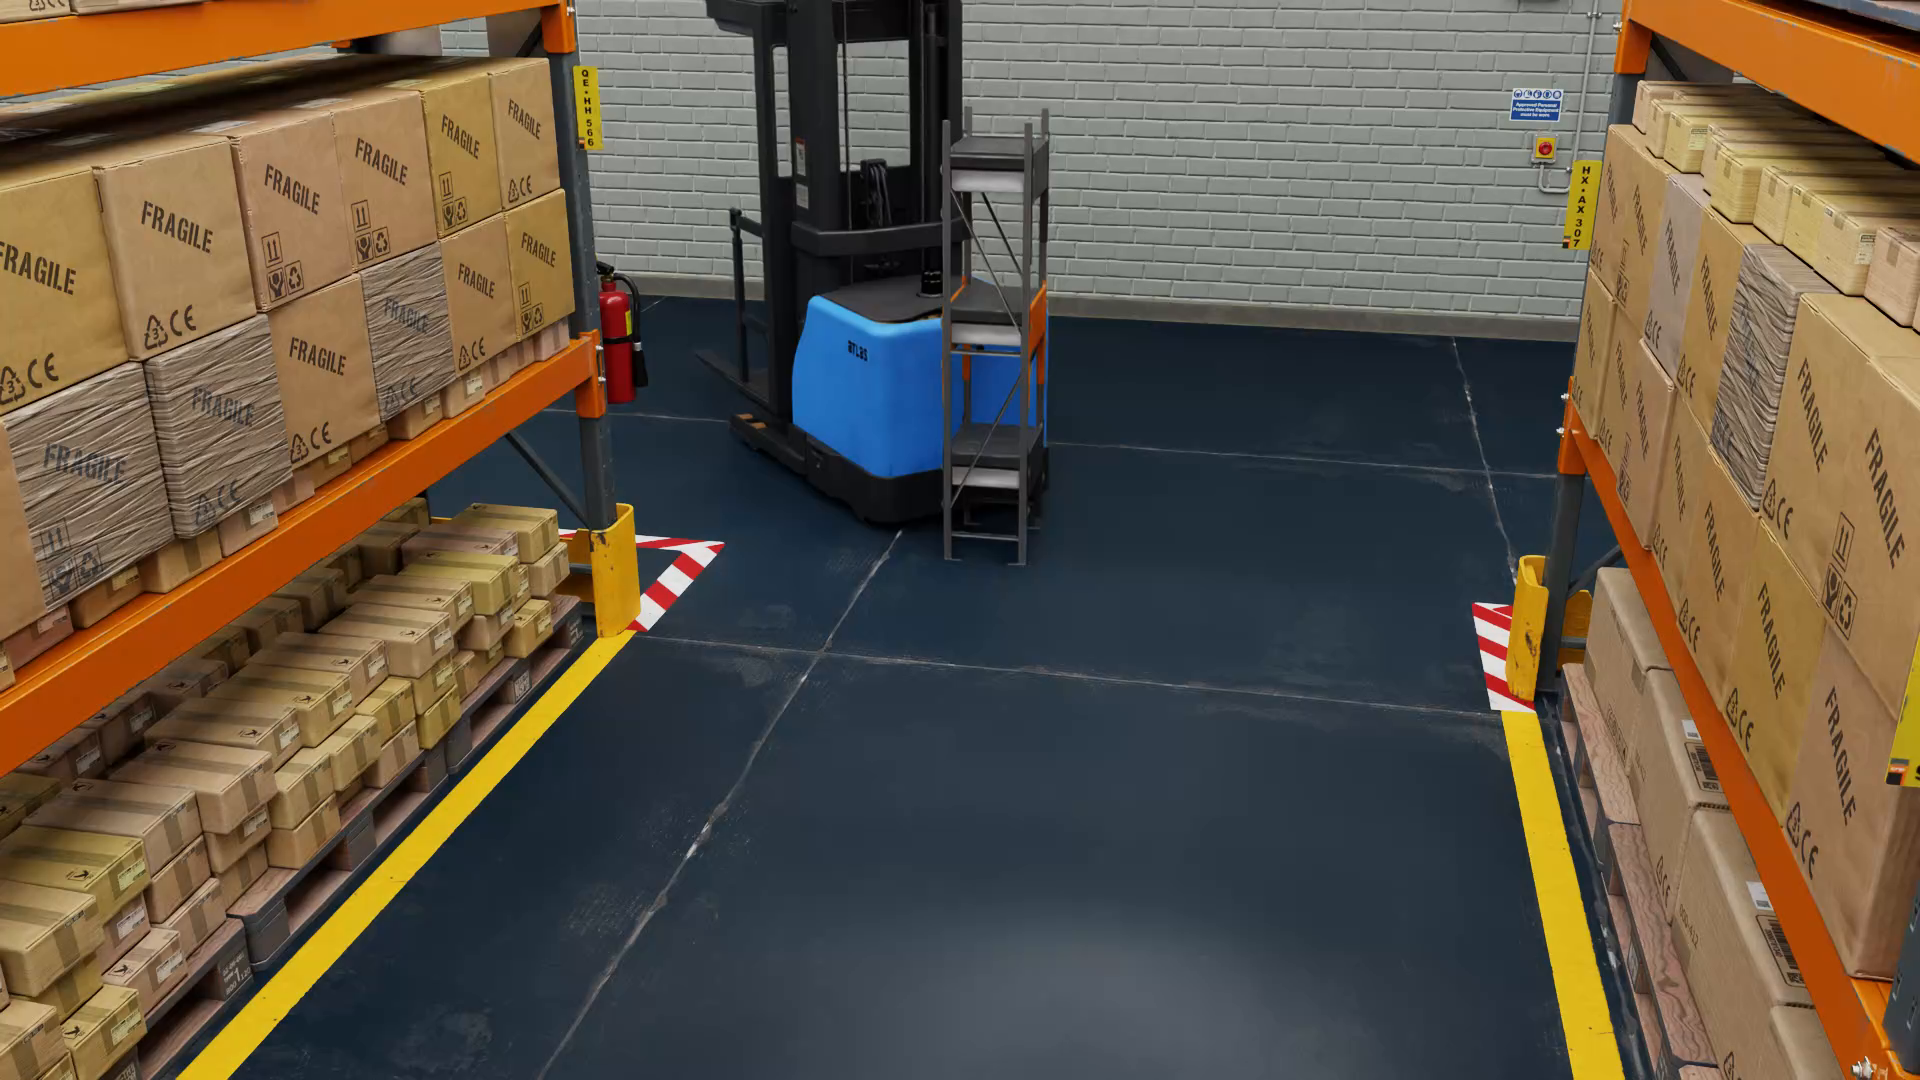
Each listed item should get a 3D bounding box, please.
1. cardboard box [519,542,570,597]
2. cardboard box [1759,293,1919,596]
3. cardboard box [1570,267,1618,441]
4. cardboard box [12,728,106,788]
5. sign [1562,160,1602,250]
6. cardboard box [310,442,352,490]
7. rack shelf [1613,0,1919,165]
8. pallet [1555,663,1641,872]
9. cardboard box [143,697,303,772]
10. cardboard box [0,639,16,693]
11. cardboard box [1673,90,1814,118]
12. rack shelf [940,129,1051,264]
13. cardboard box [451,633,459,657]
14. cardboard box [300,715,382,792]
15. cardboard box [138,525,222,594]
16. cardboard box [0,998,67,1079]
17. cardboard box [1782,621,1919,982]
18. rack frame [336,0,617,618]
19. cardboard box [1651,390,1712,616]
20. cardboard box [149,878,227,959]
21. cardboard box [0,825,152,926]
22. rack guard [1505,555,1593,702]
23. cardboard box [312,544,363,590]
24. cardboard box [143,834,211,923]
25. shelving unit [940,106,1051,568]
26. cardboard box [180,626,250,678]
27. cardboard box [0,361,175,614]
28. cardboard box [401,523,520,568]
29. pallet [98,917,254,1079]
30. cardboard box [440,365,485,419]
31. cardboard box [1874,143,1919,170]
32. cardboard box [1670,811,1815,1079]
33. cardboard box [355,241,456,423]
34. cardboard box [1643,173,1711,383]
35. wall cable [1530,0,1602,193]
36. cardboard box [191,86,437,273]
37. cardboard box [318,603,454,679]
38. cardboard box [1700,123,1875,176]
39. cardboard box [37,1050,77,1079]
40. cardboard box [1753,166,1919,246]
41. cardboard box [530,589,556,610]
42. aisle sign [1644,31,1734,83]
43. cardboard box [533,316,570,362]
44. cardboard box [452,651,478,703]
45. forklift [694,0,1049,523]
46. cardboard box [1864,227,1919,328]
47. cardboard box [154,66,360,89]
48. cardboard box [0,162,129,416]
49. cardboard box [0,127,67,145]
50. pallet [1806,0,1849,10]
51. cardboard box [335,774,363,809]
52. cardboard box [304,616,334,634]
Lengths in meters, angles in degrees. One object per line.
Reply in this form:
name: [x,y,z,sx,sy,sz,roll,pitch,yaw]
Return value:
cardboard box: [-1.855,0.111,6.919,0.380,0.149,0.250,4,22,9]
cardboard box: [1.961,-0.179,3.311,0.500,0.500,0.500,4,22,10]
cardboard box: [2.461,-0.646,5.808,0.500,0.500,0.500,4,22,10]
cardboard box: [-2.874,0.688,5.088,0.380,0.149,0.250,3,22,8]
sign: [2.297,-1.236,6.143,0.100,0.325,0.005,4,22,11]
cardboard box: [-2.204,-0.274,5.354,0.380,0.149,0.250,5,22,12]
rack shelf: [2.431,-1.079,3.967,1.077,0.370,4.000,4,22,11]
pallet: [2.753,0.839,5.989,1.003,0.211,1.213,4,22,11]
cardboard box: [-2.315,0.628,5.236,0.380,0.149,0.250,4,22,9]
cardboard box: [-2.485,0.307,3.912,0.380,0.149,0.250,5,22,12]
cardboard box: [2.512,-1.354,5.361,0.380,0.149,0.250,5,22,12]
rack shelf: [0.168,-1.585,7.640,0.431,0.518,0.480,4,22,11]
cardboard box: [-2.115,0.391,6.222,0.380,0.149,0.250,4,22,10]
cardboard box: [-2.152,0.687,5.490,0.380,0.149,0.250,5,22,11]
cardboard box: [-2.305,0.019,4.627,0.380,0.149,0.250,5,22,12]
cardboard box: [-2.456,1.251,4.089,0.380,0.149,0.250,5,23,13]
cardboard box: [1.868,0.474,3.027,0.500,0.500,0.500,5,22,11]
rack frame: [-2.027,-1.094,7.054,1.000,3.000,0.127,4,22,11]
cardboard box: [2.177,-0.090,4.427,0.500,0.500,0.500,5,23,13]
cardboard box: [-2.397,1.099,4.863,0.380,0.149,0.250,4,22,10]
cardboard box: [-2.452,0.918,4.516,0.380,0.149,0.250,4,22,10]
rack guard: [2.844,0.397,6.697,1.175,0.500,0.348,4,22,11]
cardboard box: [-2.582,0.116,6.508,0.380,0.149,0.250,4,22,11]
cardboard box: [-2.420,0.961,4.808,0.380,0.149,0.250,3,22,8]
shelving unit: [0.168,-0.948,7.896,0.431,2.100,0.503,4,22,11]
cardboard box: [-2.716,0.407,5.787,0.380,0.149,0.250,5,22,12]
cardboard box: [-2.401,-0.159,4.200,0.500,0.500,0.500,4,22,11]
cardboard box: [-1.994,0.058,6.651,0.380,0.149,0.250,5,22,12]
pallet: [-2.741,1.414,4.559,1.003,0.211,1.213,4,22,11]
cardboard box: [-1.970,-0.560,6.066,0.380,0.149,0.250,5,22,12]
cardboard box: [2.749,-1.043,4.588,0.380,0.149,0.250,4,22,10]
cardboard box: [2.439,1.154,4.339,0.875,0.438,0.875,4,22,9]
cardboard box: [-2.071,-0.720,5.594,0.500,0.500,0.500,5,22,11]
cardboard box: [2.267,-0.731,4.682,0.500,0.500,0.500,4,22,11]
wall cable: [3.967,-3.303,11.138,0.585,1.953,0.123,4,22,11]
cardboard box: [-2.078,-1.179,5.396,0.500,0.500,0.500,6,23,14]
cardboard box: [-2.038,0.355,5.914,0.380,0.149,0.250,5,23,13]
cardboard box: [2.309,-1.070,4.655,0.380,0.149,0.250,5,22,11]
cardboard box: [-2.454,1.388,4.145,0.380,0.149,0.250,3,22,9]
cardboard box: [2.133,-0.792,3.965,0.380,0.149,0.250,4,22,11]
cardboard box: [-1.930,0.242,6.991,0.380,0.149,0.250,5,22,12]
aisle sign: [2.570,-2.008,5.843,0.394,0.787,0.004,4,22,11]
cardboard box: [-1.817,-0.836,6.751,0.380,0.149,0.250,4,22,11]
cardboard box: [-2.059,0.526,6.288,0.380,0.149,0.250,5,22,11]
forklift: [-0.695,-1.952,9.277,1.130,2.935,3.031,-12,25,-27]
cardboard box: [2.029,-0.511,3.266,0.380,0.149,0.250,4,22,10]
cardboard box: [-2.475,-1.413,5.976,0.500,0.500,0.500,5,22,12]
cardboard box: [-2.422,-0.616,3.998,0.500,0.500,0.500,4,22,9]
cardboard box: [-2.793,-0.847,4.571,0.500,0.500,0.500,5,22,12]
pallet: [2.452,-1.384,3.878,1.003,0.211,1.213,4,22,11]
cardboard box: [-2.251,0.809,5.584,0.380,0.149,0.250,5,22,12]
cardboard box: [-2.618,0.346,6.336,0.380,0.149,0.250,5,23,13]
